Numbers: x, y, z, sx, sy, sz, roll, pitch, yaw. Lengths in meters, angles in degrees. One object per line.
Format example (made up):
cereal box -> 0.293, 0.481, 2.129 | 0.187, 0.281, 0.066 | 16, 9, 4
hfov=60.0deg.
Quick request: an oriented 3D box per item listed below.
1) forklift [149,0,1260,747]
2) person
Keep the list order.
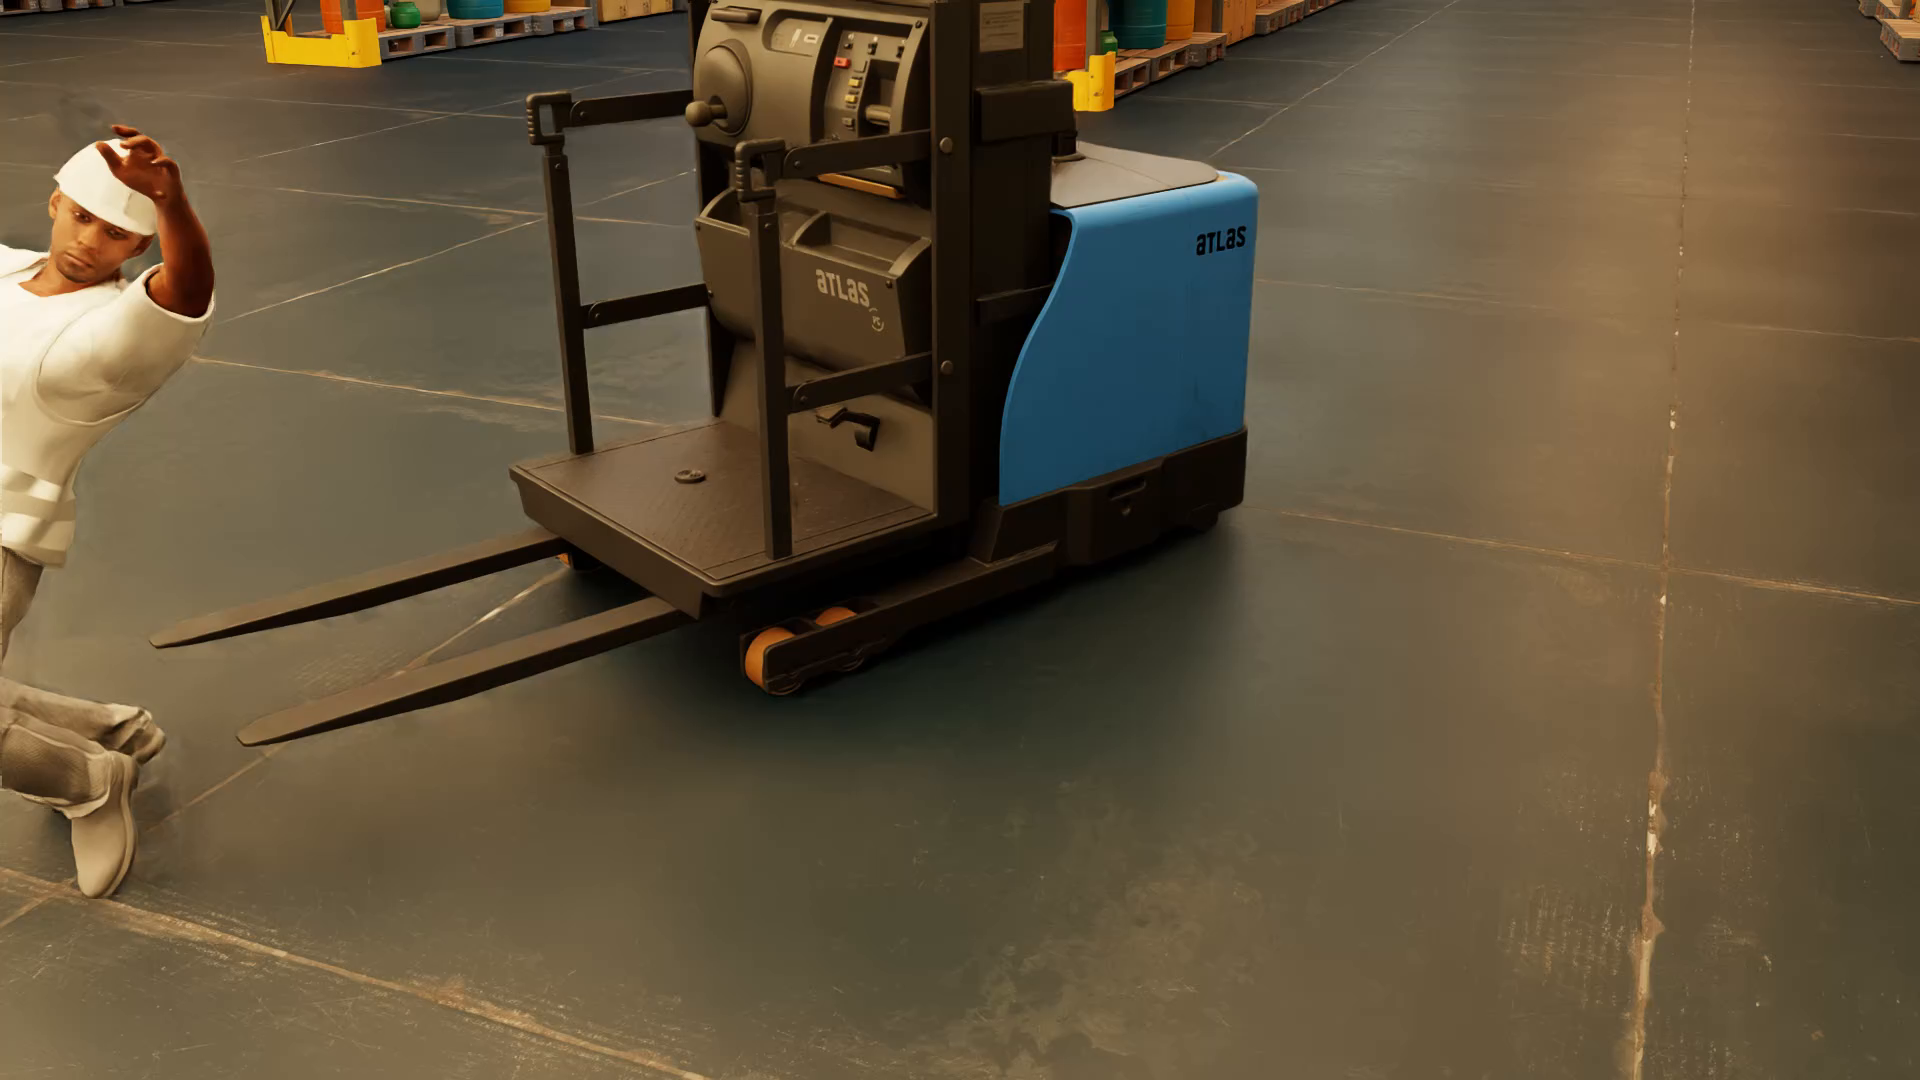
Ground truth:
forklift -> -0.560, -1.192, 4.144 | 3.031, 2.935, 1.130 | -18, 29, -37
person -> -1.774, -0.095, 3.203 | 1.071, 1.667, 0.810 | 16, 27, 33
